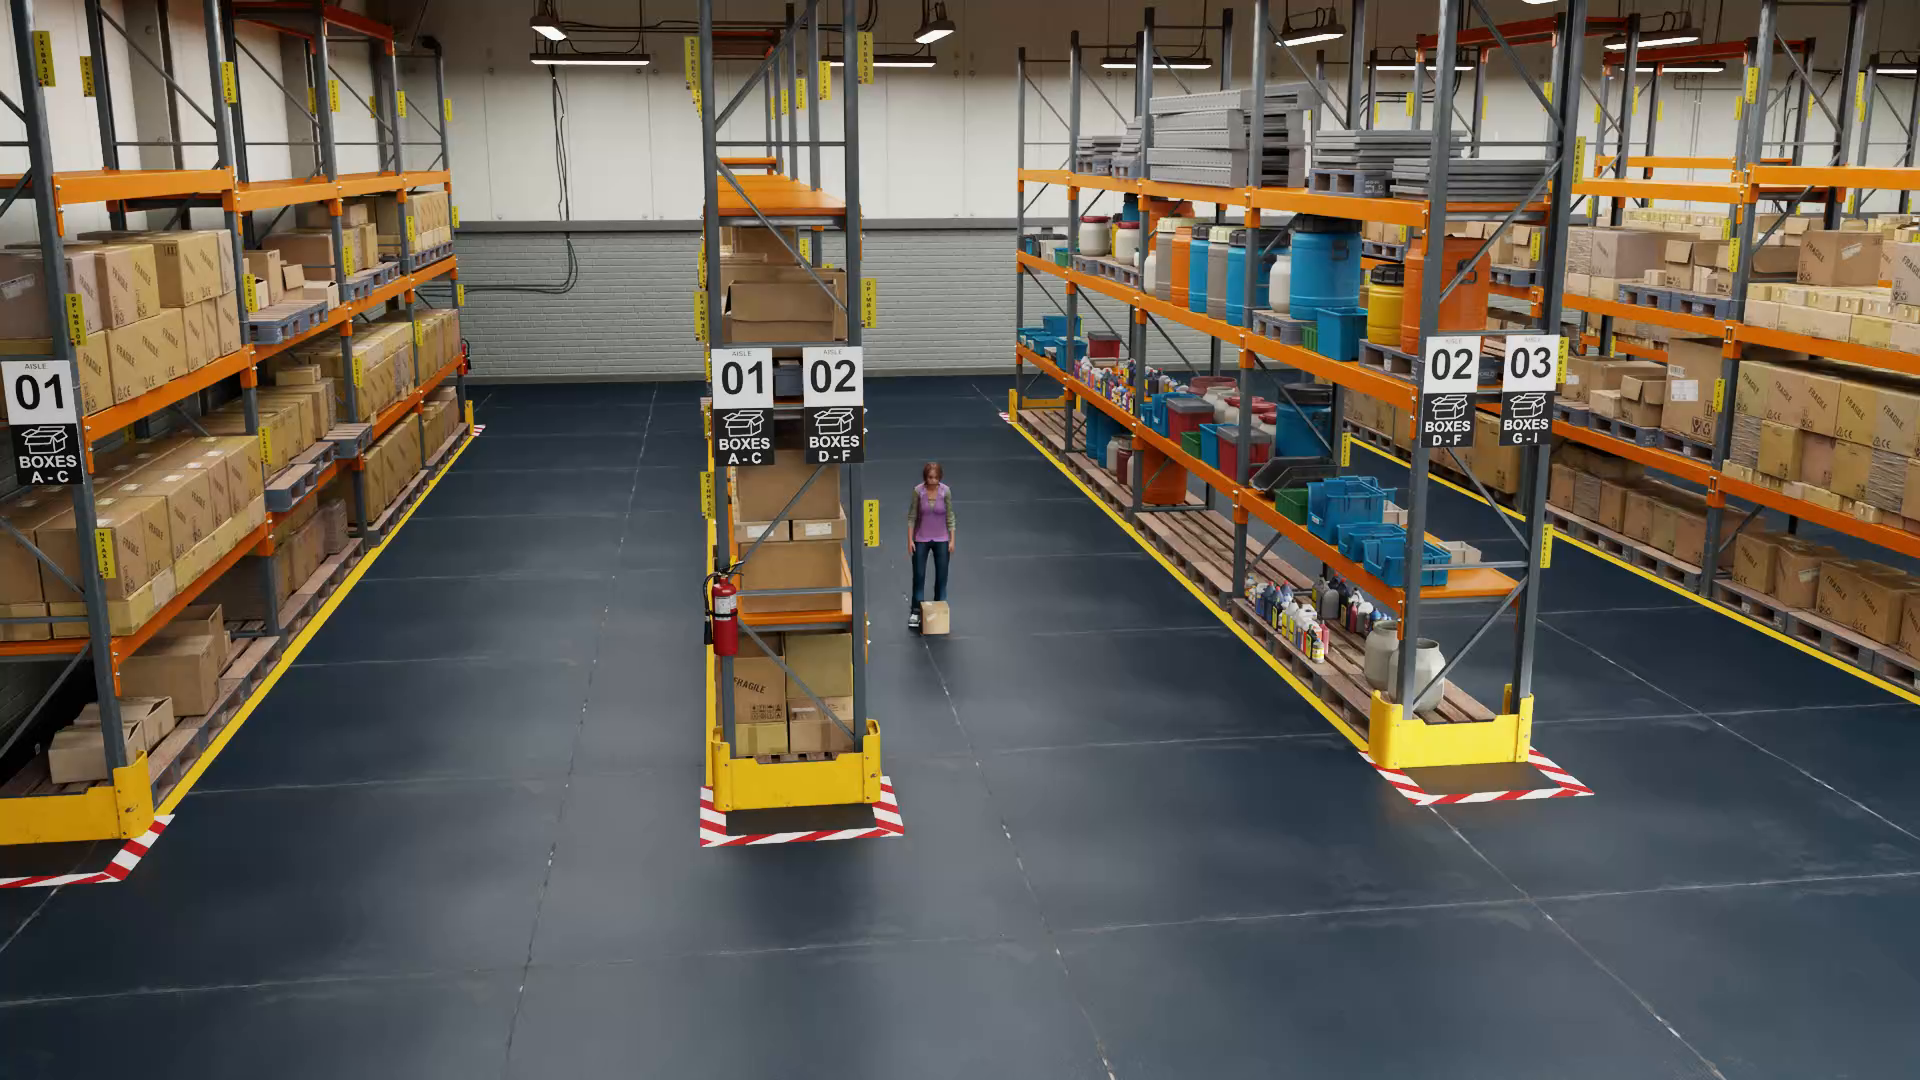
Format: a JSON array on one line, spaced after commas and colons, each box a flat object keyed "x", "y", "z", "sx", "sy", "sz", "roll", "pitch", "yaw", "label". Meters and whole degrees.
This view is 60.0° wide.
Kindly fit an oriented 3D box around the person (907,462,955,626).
[{"x": -0.277, "y": 0.030, "z": 15.892, "sx": 0.465, "sy": 1.591, "sz": 0.344, "roll": -2, "pitch": 14, "yaw": -8, "label": "person"}]
